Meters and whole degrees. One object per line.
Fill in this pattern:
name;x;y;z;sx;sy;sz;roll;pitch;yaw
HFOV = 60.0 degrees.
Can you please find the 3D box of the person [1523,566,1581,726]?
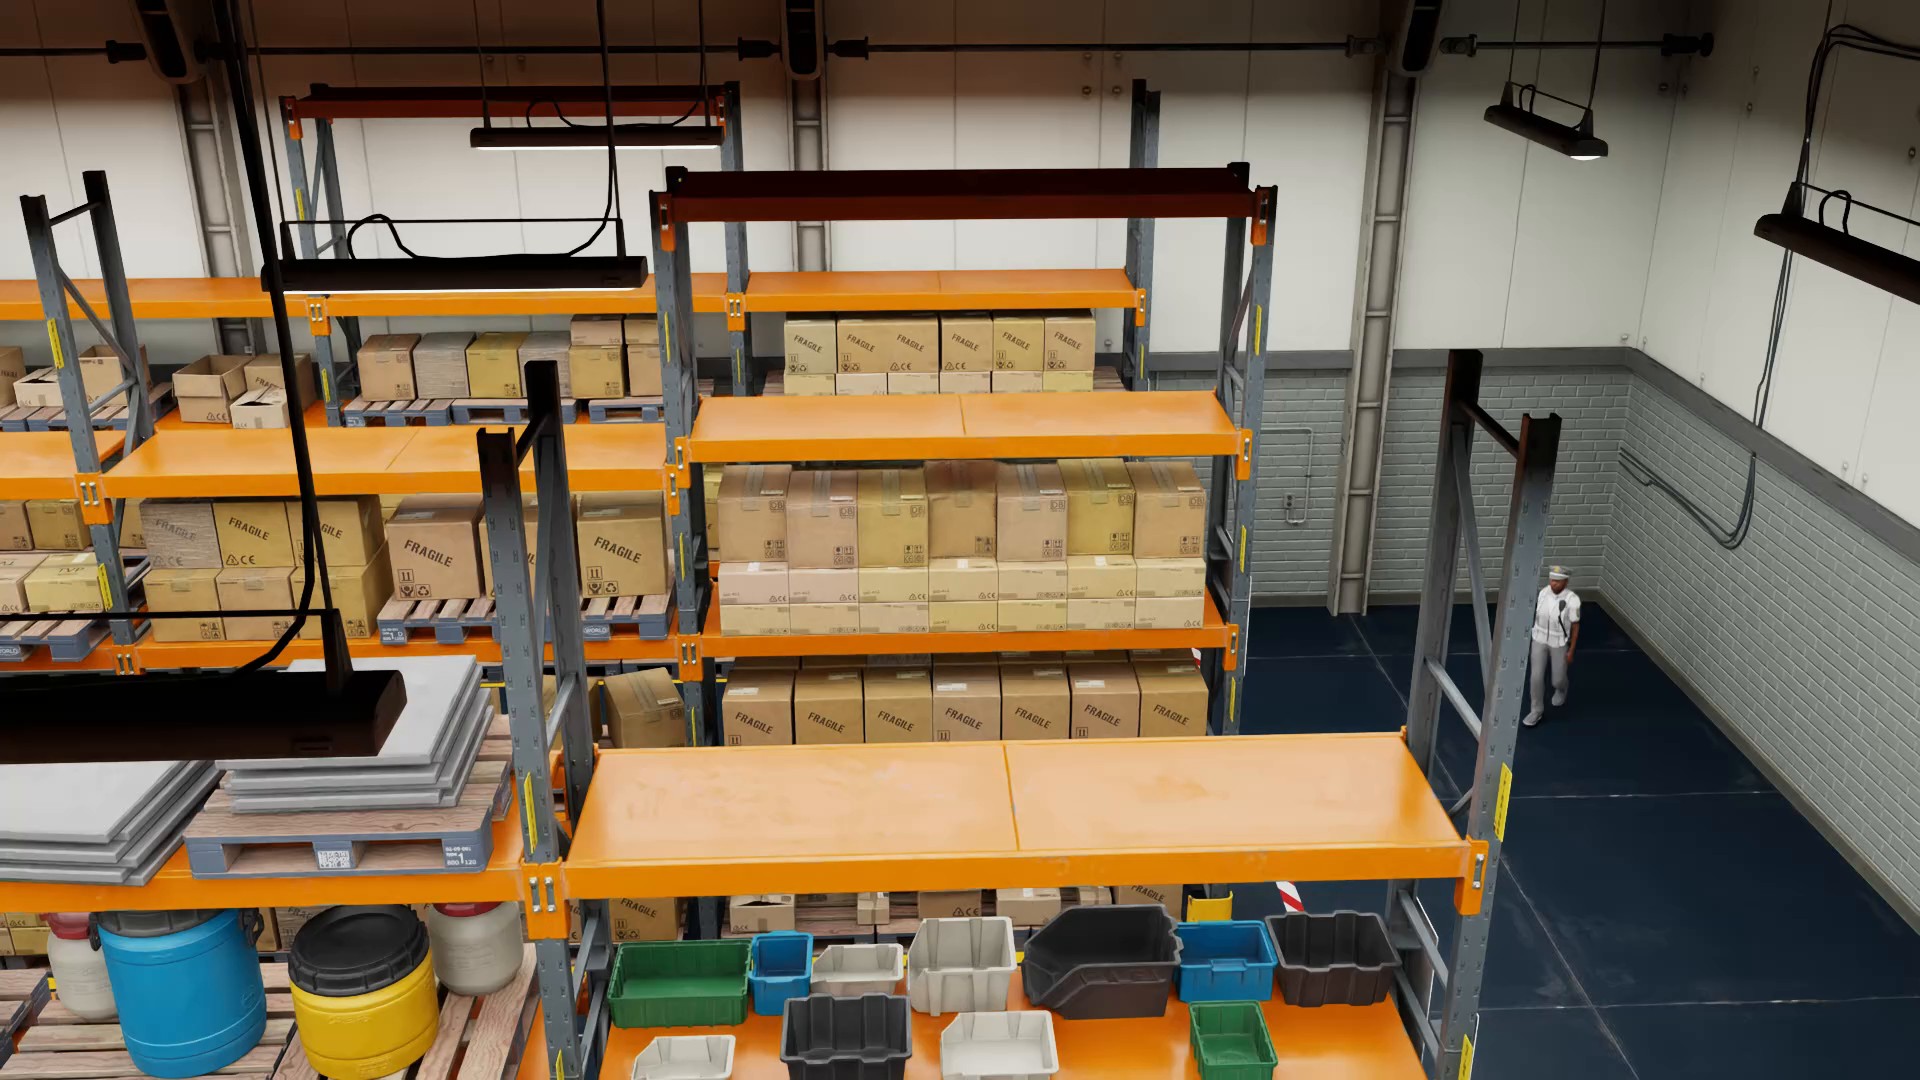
person;5.888;0.994;16.436;0.453;1.666;0.685;16;27;33
